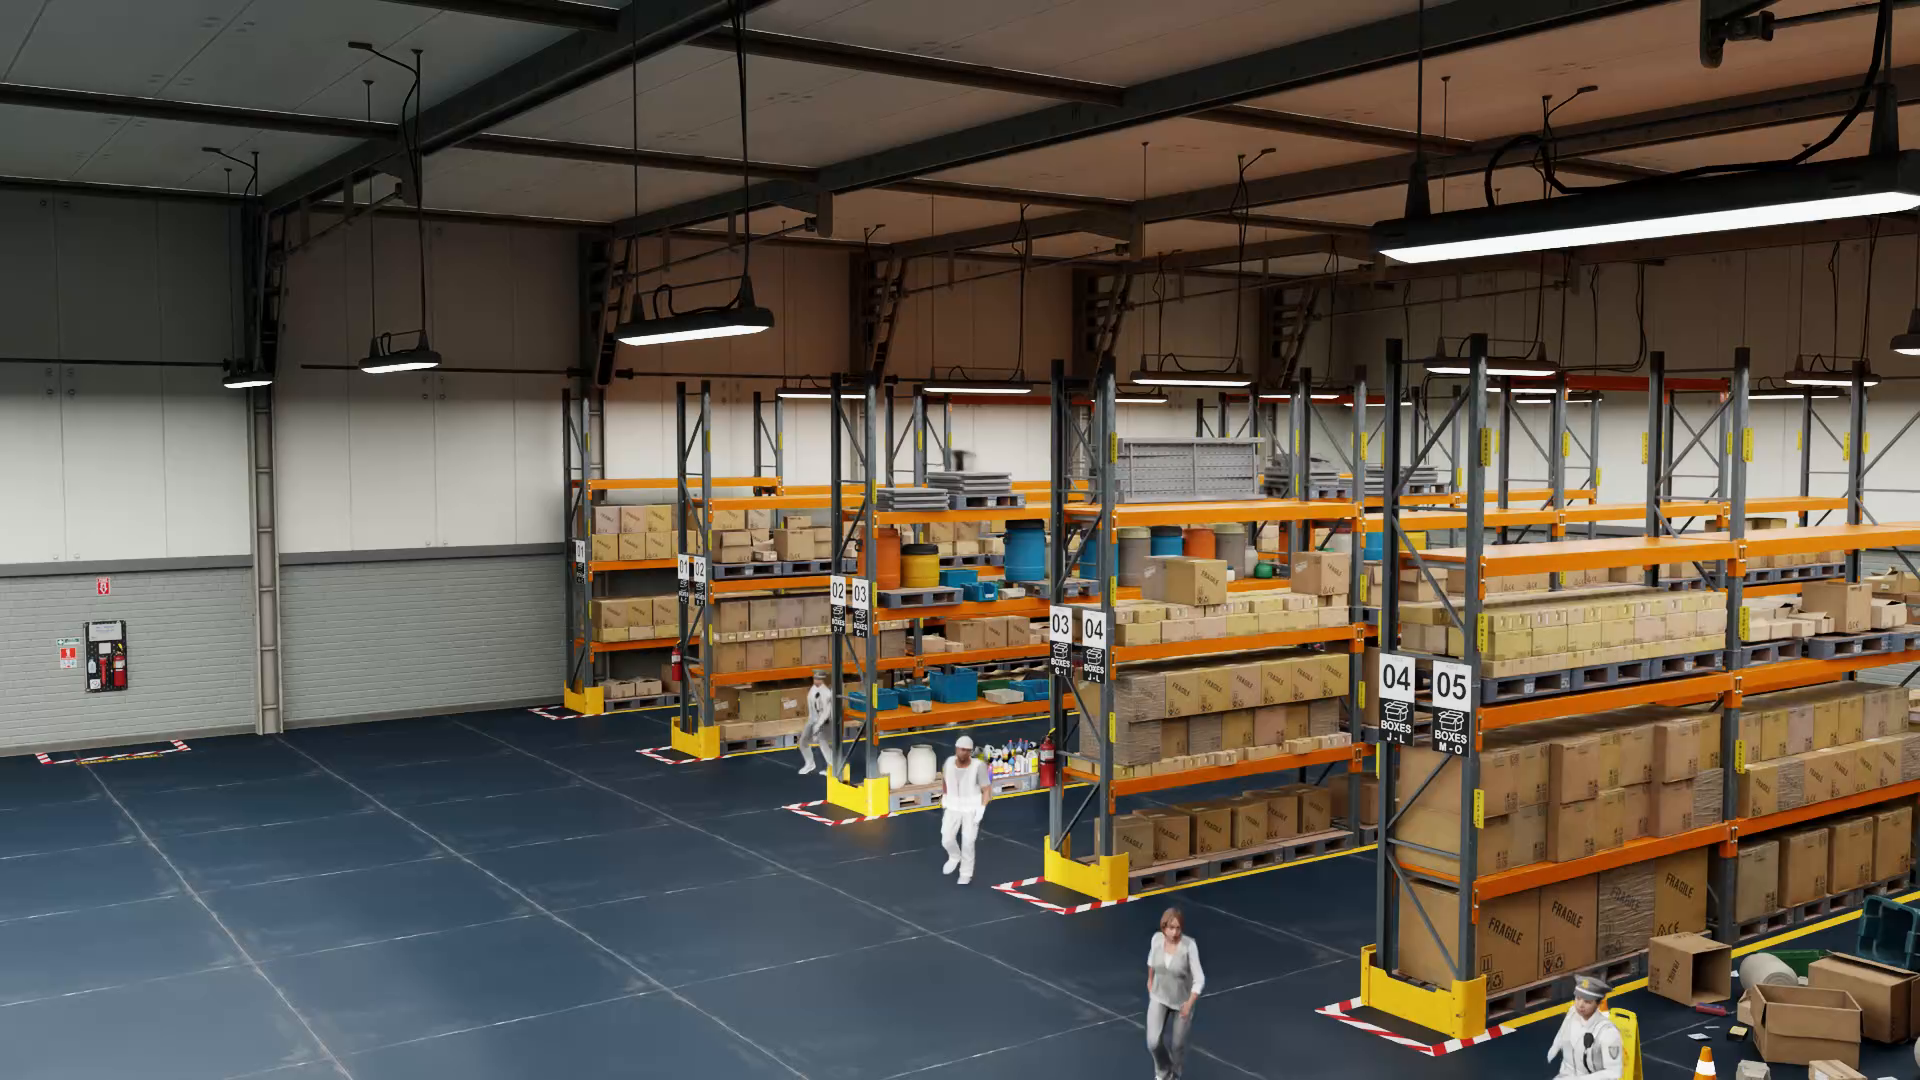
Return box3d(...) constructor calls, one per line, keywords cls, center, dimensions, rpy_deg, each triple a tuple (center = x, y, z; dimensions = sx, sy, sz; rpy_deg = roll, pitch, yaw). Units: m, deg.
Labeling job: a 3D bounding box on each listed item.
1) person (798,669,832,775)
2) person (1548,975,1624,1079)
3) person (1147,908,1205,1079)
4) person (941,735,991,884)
box3d(cls="person", center=(-2.106, 2.734, 24.922), dimensions=(0.583, 1.638, 0.669), rpy_deg=(-3, 5, -43))
box3d(cls="person", center=(4.116, 3.667, 11.142), dimensions=(0.652, 1.593, 0.772), rpy_deg=(-3, 5, -37))
box3d(cls="person", center=(1.634, 3.567, 12.736), dimensions=(0.505, 1.531, 0.779), rpy_deg=(1, 4, 16))
box3d(cls="person", center=(0.035, 3.077, 18.942), dimensions=(0.696, 1.746, 0.749), rpy_deg=(1, 4, 16))
